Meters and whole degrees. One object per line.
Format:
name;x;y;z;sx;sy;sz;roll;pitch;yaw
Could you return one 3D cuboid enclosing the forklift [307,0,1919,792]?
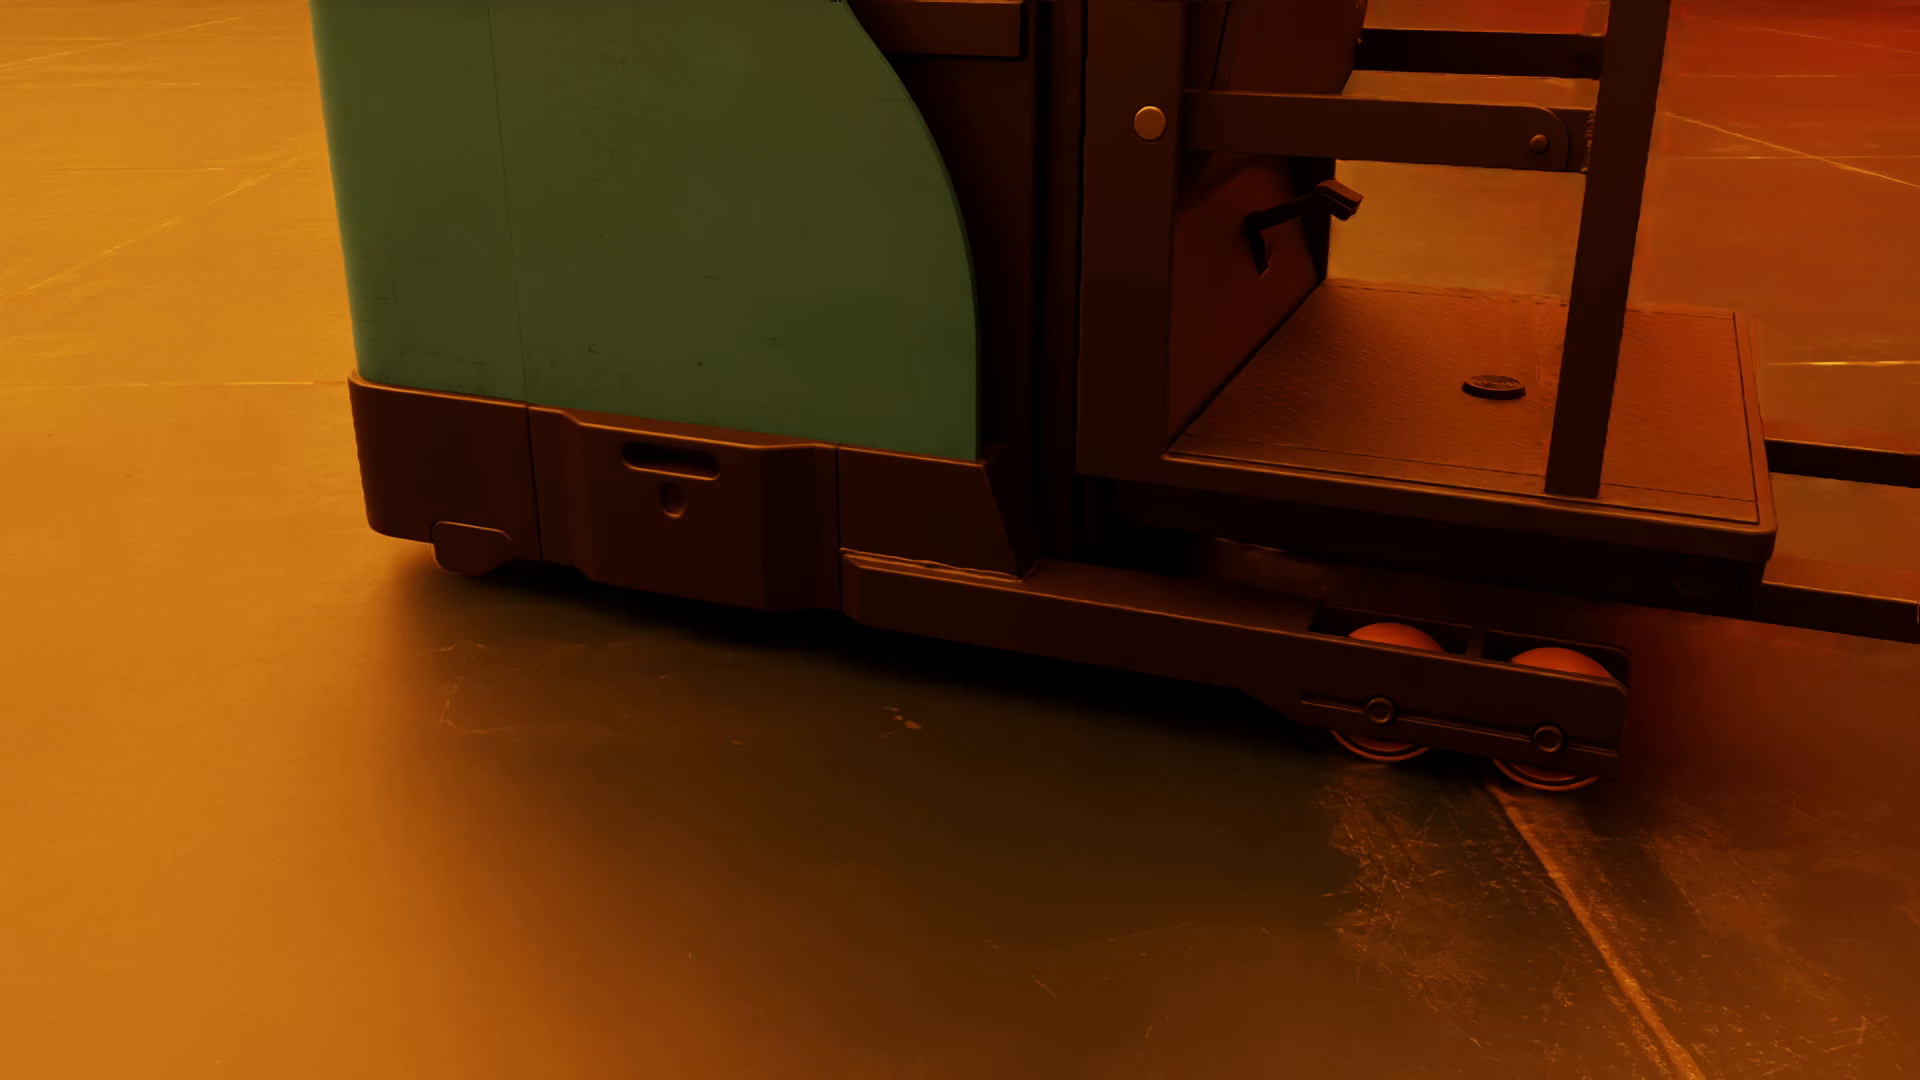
forklift;0.633;-1.286;2.002;3.031;2.935;1.130;8;23;20
